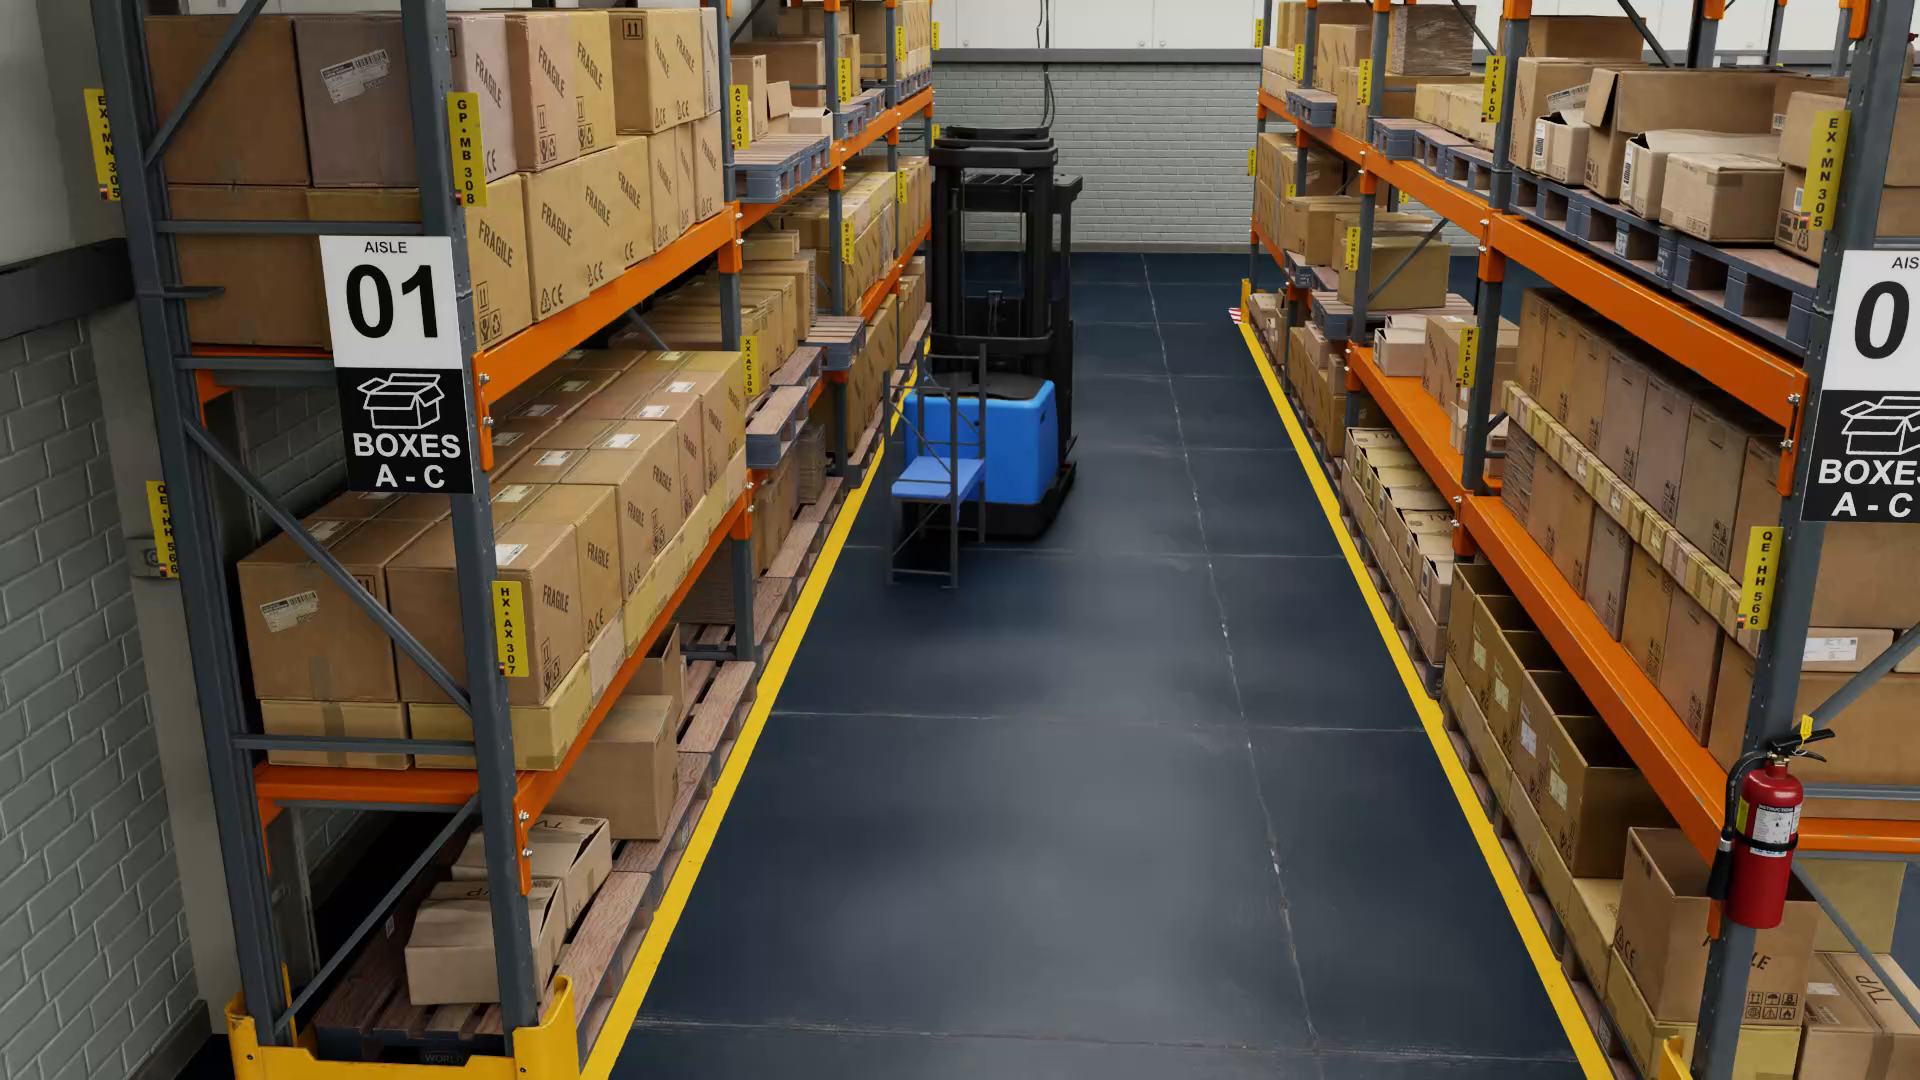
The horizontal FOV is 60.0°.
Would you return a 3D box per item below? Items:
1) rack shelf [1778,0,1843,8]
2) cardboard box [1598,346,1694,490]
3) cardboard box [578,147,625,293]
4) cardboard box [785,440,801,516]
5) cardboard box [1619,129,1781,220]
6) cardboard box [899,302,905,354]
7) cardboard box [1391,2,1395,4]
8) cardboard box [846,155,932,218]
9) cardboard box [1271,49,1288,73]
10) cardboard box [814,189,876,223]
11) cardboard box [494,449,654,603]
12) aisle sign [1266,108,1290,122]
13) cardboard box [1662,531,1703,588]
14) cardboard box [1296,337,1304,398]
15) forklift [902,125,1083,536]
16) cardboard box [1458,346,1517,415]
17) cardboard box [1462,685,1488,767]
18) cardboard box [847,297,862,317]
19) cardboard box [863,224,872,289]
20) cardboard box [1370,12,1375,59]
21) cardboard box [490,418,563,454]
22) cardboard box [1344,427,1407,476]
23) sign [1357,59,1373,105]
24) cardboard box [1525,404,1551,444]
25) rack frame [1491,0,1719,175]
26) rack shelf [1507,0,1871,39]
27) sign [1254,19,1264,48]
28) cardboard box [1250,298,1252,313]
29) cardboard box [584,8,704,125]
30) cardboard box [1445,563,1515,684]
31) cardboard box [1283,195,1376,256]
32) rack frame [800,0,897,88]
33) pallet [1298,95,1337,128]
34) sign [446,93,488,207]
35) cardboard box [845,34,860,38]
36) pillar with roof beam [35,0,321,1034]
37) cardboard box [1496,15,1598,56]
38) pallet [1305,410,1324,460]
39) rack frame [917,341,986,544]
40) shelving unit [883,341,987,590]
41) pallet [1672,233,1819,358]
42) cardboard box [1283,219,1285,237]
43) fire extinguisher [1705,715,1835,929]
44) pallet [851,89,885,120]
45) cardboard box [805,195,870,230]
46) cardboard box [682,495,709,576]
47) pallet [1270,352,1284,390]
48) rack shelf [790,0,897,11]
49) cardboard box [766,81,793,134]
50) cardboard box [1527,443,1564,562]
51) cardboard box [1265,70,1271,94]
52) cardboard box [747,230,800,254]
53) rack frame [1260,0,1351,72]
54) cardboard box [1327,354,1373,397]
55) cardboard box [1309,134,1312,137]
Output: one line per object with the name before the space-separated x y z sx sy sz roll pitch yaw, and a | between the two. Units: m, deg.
rack shelf | 8.897 -5.760 17.347 1.077 0.370 4.000 1 18 4
cardboard box | 3.106 -0.505 6.903 0.700 0.500 0.500 1 18 4
cardboard box | -1.608 -1.222 6.325 0.500 0.500 0.500 2 18 6
cardboard box | -1.567 -0.437 12.249 0.700 0.500 0.500 1 18 4
cardboard box | 2.812 -1.390 6.274 0.500 0.311 0.500 3 18 10
cardboard box | -0.972 -2.282 17.911 0.700 0.500 0.500 2 18 5
cardboard box | 3.987 -5.183 16.841 0.700 0.500 0.500 1 18 4
cardboard box | -0.868 -4.267 20.146 0.980 0.700 0.700 2 18 6
cardboard box | 3.731 -5.301 18.405 0.500 0.250 0.500 1 18 4
cardboard box | -1.025 -2.969 14.793 0.500 0.250 0.500 1 18 3
cardboard box | -1.566 -0.064 6.804 0.500 0.500 0.500 1 18 2
aisle sign | 3.812 -5.437 20.023 0.394 0.787 0.004 1 18 4
cardboard box | 2.846 0.078 6.165 0.380 0.149 0.250 2 18 5
cardboard box | 3.508 -1.642 15.924 0.500 0.500 0.500 2 18 5
forklift | 0.365 -1.843 13.340 1.130 2.935 3.031 4 18 11
cardboard box | 3.349 -0.896 10.180 0.500 0.500 0.500 3 18 8
cardboard box | 2.863 0.953 8.439 0.500 0.250 0.500 1 18 4
cardboard box | -1.030 -1.944 13.911 0.380 0.149 0.250 2 18 6
cardboard box | -1.041 -2.458 14.438 0.500 0.500 0.500 1 18 4
cardboard box | 3.637 -4.089 13.502 0.500 0.500 0.500 1 18 4
cardboard box | -2.052 -0.233 7.320 0.500 0.500 0.500 2 18 5
cardboard box | 3.196 -0.692 12.559 0.500 0.311 0.500 2 18 6
sign | 2.985 -3.373 12.252 0.100 0.325 0.005 1 18 4
cardboard box | 2.992 -0.565 8.128 0.380 0.149 0.250 1 18 2
rack frame | 3.240 -3.298 8.035 1.000 3.000 0.127 1 18 4
rack shelf | 3.096 -2.144 6.313 1.077 0.370 4.000 1 18 4
sign | 3.559 -6.026 19.777 0.100 0.325 0.005 1 18 4
cardboard box | 3.709 -2.836 20.105 0.380 0.166 0.250 1 18 4
cardboard box | -1.496 -2.181 7.645 0.500 0.500 0.500 2 18 7
cardboard box | 2.894 0.441 8.797 0.500 0.500 0.500 1 18 4
cardboard box | 3.556 -3.036 16.037 0.700 0.500 0.500 -5 19 -15
rack frame | -1.128 -5.892 15.952 1.000 3.000 0.127 1 18 4
pallet | 3.625 -3.744 14.517 1.213 0.211 1.003 1 18 4
sign | -1.447 -1.143 4.872 0.100 0.325 0.005 1 18 4
cardboard box | -1.301 -4.452 15.508 0.700 0.500 0.500 0 18 1
pillar with roof beam | 1.493 -2.305 5.007 9.100 9.000 0.400 1 18 4
cardboard box | 3.341 -2.725 9.466 0.500 0.500 0.500 3 18 9
pallet | 3.708 -0.973 15.053 1.003 0.211 1.213 1 18 4
rack frame | -0.061 -0.703 12.161 0.500 1.500 0.032 4 18 11
shelving unit | -0.163 -0.548 11.687 0.538 1.500 1.048 4 18 11
pallet | 3.029 -0.807 5.393 1.003 0.211 1.213 1 18 4
cardboard box | 3.593 -3.140 17.027 0.500 0.500 0.500 2 18 5
fire extinguisher | 2.481 0.859 5.109 0.296 0.674 0.183 1 18 4
pallet | -1.145 -4.089 15.576 0.805 0.209 1.217 1 18 2
cardboard box | -1.055 -2.811 14.309 0.500 0.250 0.500 1 18 4
cardboard box | -1.498 -0.029 7.904 0.500 0.250 0.500 1 18 4
pallet | 3.863 -1.819 17.637 1.003 0.211 1.213 1 18 4
rack shelf | -1.271 -4.739 14.230 1.077 0.370 4.000 1 18 4
cardboard box | -1.600 -2.882 11.386 0.797 0.503 0.637 4 19 12
cardboard box | 3.183 -0.192 8.032 0.700 0.500 0.500 1 18 3
cardboard box | 3.761 -5.219 18.957 0.500 0.250 0.500 1 18 4
cardboard box | -1.410 -2.255 12.580 0.380 0.149 0.250 -1 18 -3
rack frame | 4.100 -7.024 19.409 1.000 3.000 0.127 1 18 4
cardboard box | 3.359 -1.380 13.920 0.500 0.250 0.500 2 18 6
cardboard box | 4.342 -4.552 19.731 0.500 0.500 0.500 1 18 3
